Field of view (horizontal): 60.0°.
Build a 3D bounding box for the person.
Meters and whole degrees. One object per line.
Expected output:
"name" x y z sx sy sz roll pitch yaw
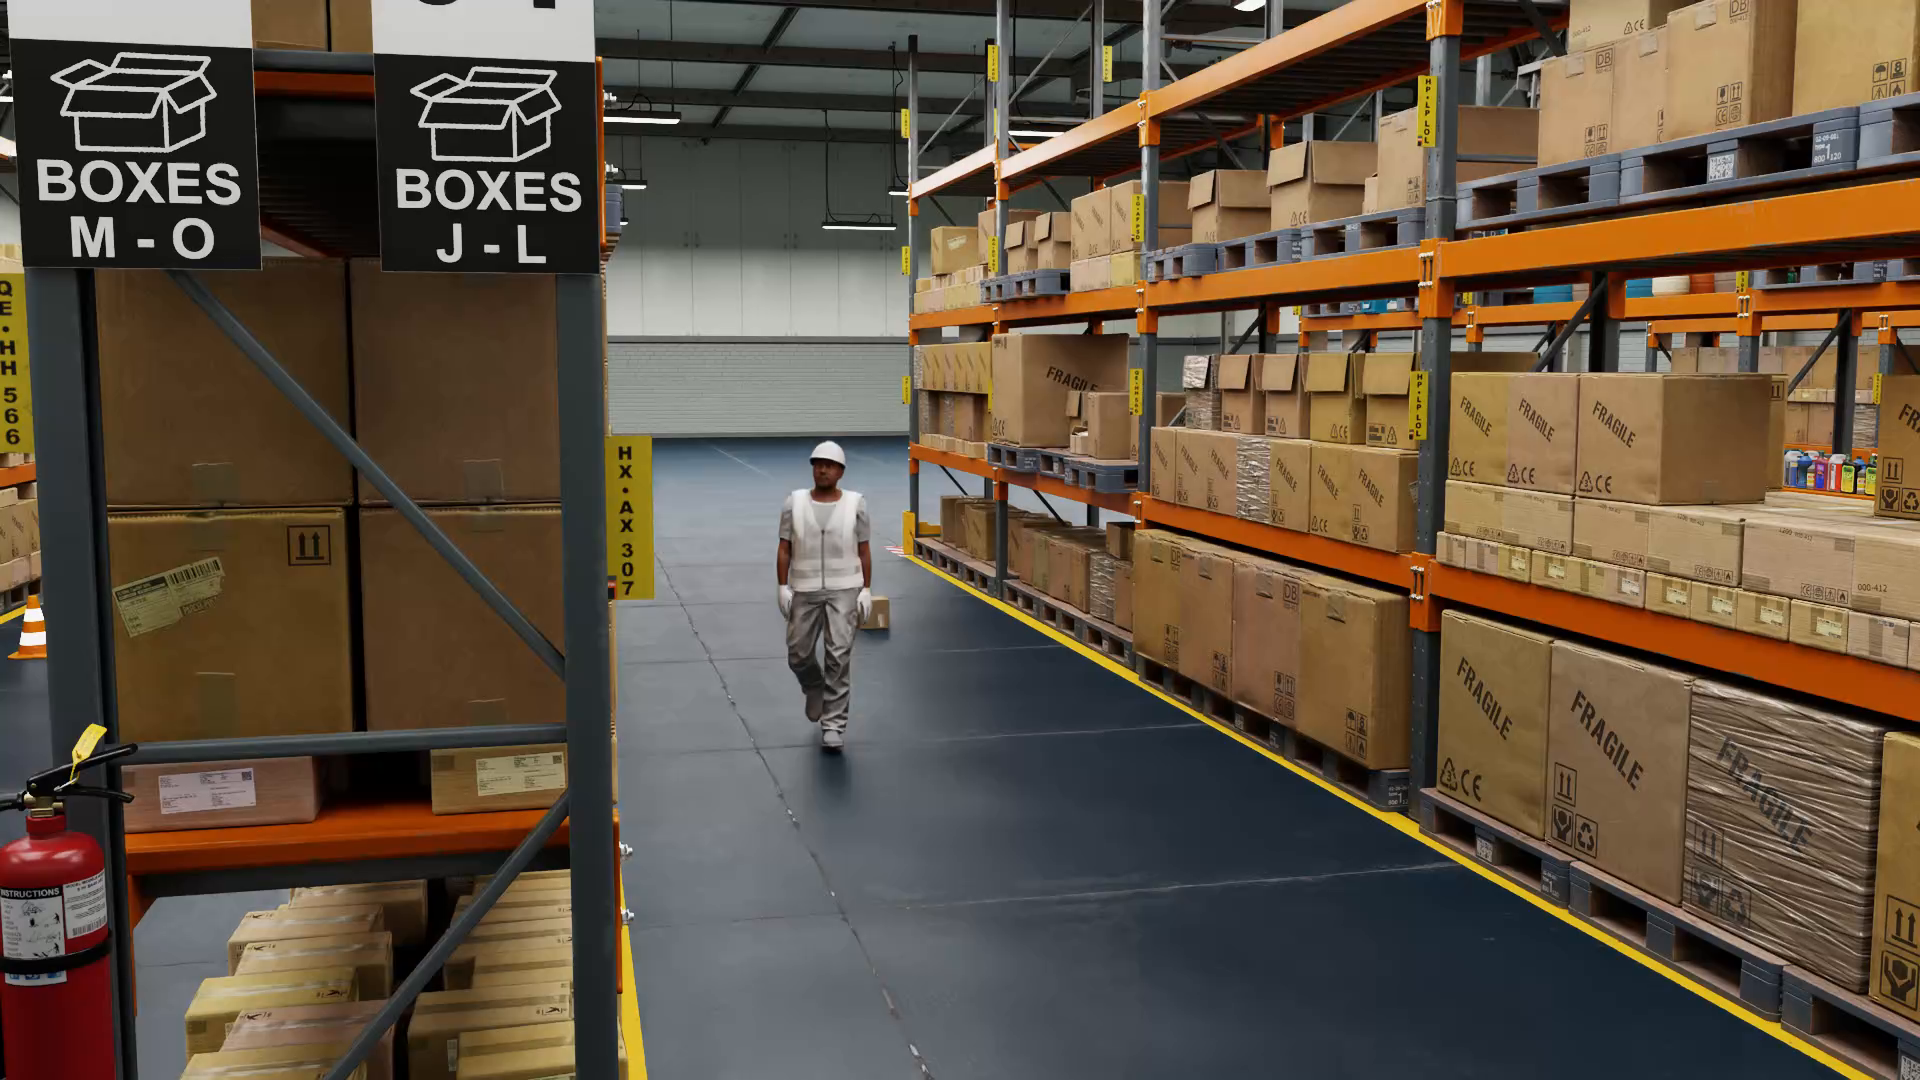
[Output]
"person" -0.798 0.302 9.801 0.563 1.769 0.732 0 6 0
